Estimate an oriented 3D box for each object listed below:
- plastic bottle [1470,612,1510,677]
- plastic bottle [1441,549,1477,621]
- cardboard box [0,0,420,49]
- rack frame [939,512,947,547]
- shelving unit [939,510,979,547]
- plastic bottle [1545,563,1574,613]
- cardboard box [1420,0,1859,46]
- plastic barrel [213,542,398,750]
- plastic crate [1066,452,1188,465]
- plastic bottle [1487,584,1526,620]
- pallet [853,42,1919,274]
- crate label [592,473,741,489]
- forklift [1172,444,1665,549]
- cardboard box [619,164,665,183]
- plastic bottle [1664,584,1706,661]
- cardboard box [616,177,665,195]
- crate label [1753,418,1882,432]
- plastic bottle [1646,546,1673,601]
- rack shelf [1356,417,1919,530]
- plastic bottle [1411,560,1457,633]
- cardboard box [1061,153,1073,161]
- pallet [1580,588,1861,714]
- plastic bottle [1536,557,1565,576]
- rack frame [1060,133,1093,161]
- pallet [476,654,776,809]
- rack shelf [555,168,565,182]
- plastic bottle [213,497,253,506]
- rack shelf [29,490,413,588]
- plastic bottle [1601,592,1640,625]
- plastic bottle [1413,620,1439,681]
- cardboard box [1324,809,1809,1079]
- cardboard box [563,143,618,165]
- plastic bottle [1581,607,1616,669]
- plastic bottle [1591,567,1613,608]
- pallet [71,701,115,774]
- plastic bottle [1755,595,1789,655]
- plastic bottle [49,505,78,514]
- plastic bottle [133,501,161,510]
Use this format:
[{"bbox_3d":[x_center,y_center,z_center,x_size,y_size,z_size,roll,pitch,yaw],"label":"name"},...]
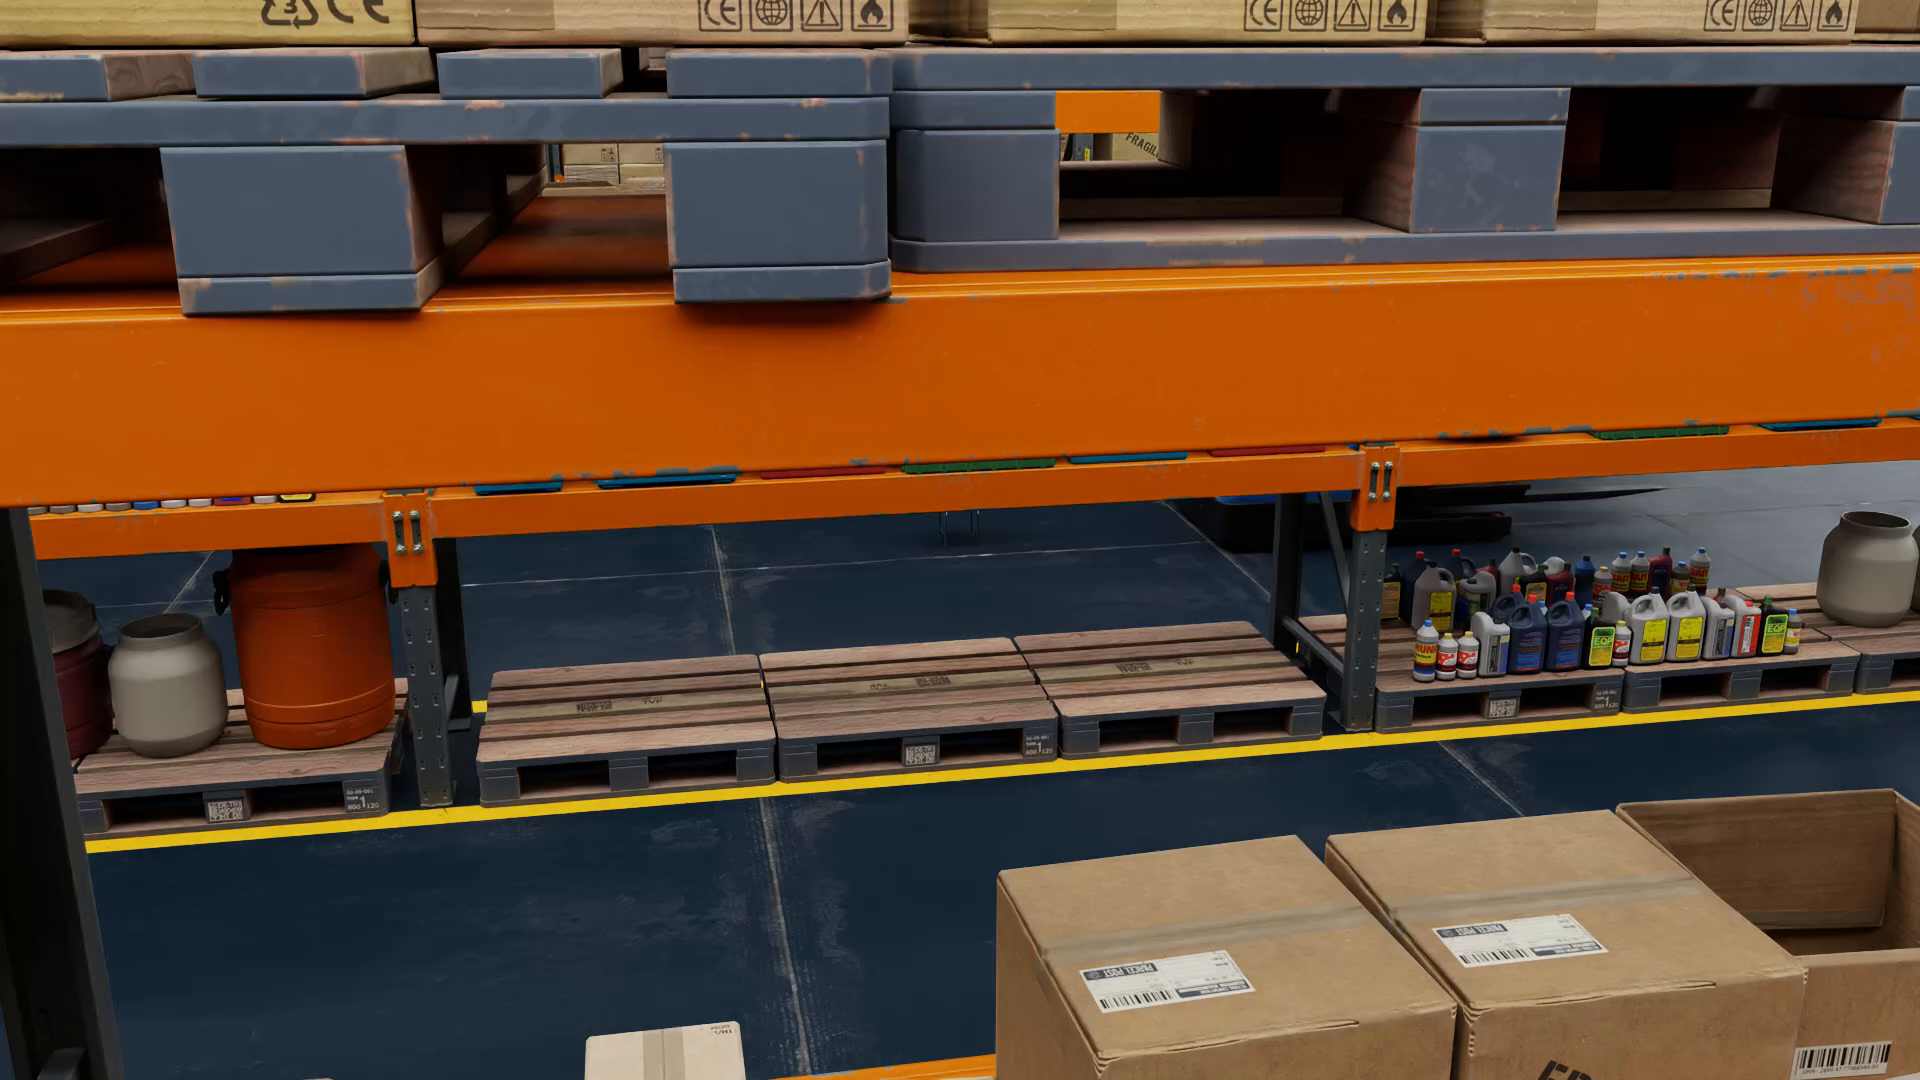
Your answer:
[{"bbox_3d":[2.413,0.465,7.579,0.135,0.276,0.152,-3,17,-8],"label":"plastic bottle"},{"bbox_3d":[2.471,0.217,8.260,0.185,0.351,0.144,-4,18,-13],"label":"plastic bottle"},{"bbox_3d":[-0.852,-0.663,1.793,0.500,0.250,0.500,-5,18,-15],"label":"cardboard box"},{"bbox_3d":[-0.108,-0.424,10.160,0.006,0.900,0.240,-3,17,-10],"label":"rack frame"},{"bbox_3d":[-0.008,-0.430,10.178,0.210,0.900,0.258,-3,17,-10],"label":"shelving unit"},{"bbox_3d":[2.969,0.254,8.254,0.133,0.283,0.061,-3,17,-10],"label":"plastic bottle"},{"bbox_3d":[0.752,-0.756,2.094,0.500,0.250,0.500,-5,18,-15],"label":"cardboard box"},{"bbox_3d":[-2.700,0.382,6.940,0.708,0.830,0.600,-3,17,-10],"label":"plastic barrel"},{"bbox_3d":[0.681,-0.551,7.024,0.575,0.384,0.392,-3,17,-10],"label":"plastic crate"},{"bbox_3d":[2.549,0.379,7.730,0.185,0.351,0.144,-3,17,-10],"label":"plastic bottle"},{"bbox_3d":[0.460,-0.529,2.138,1.213,0.211,1.003,-2,17,-8],"label":"pallet"},{"bbox_3d":[-1.196,-0.481,6.709,0.616,0.435,0.502,-3,17,-10],"label":"crate label"},{"bbox_3d":[2.958,-1.538,10.326,3.031,2.935,1.130,-3,17,-9],"label":"forklift"},{"bbox_3d":[-3.013,-3.374,16.018,0.500,0.500,0.500,-3,17,-11],"label":"cardboard box"},{"bbox_3d":[3.361,0.376,7.740,0.185,0.351,0.144,-3,17,-8],"label":"plastic bottle"},{"bbox_3d":[-2.110,-2.265,11.691,0.500,0.500,0.700,-1,17,-2],"label":"cardboard box"},{"bbox_3d":[3.876,-0.769,7.646,0.616,0.435,0.502,-3,17,-10],"label":"crate label"},{"bbox_3d":[3.567,0.174,8.513,0.133,0.283,0.061,-3,17,-10],"label":"plastic bottle"},{"bbox_3d":[3.669,-0.477,7.982,4.000,0.370,1.077,-3,17,-10],"label":"rack shelf"},{"bbox_3d":[2.310,0.269,8.090,0.185,0.351,0.144,-3,17,-10],"label":"plastic bottle"},{"bbox_3d":[0.819,-3.706,17.013,0.550,0.550,0.875,-3,17,-10],"label":"cardboard box"},{"bbox_3d":[3.573,0.529,8.230,1.213,0.211,1.003,-3,17,-10],"label":"pallet"},{"bbox_3d":[2.948,0.227,8.355,0.135,0.276,0.152,-3,17,-9],"label":"plastic bottle"},{"bbox_3d":[0.765,-2.137,12.162,0.127,3.000,1.000,-3,17,-10],"label":"rack frame"},{"bbox_3d":[-1.454,0.814,7.301,1.213,0.211,1.003,-3,17,-10],"label":"pallet"},{"bbox_3d":[-3.078,-4.539,21.206,4.000,0.370,1.077,-3,17,-10],"label":"rack shelf"},{"bbox_3d":[-2.765,-0.273,6.290,0.133,0.283,0.061,-3,17,-10],"label":"plastic bottle"},{"bbox_3d":[-4.186,-0.032,6.531,4.000,0.370,1.077,-3,17,-10],"label":"rack shelf"},{"bbox_3d":[3.126,0.381,7.851,0.135,0.276,0.152,-3,17,-10],"label":"plastic bottle"},{"bbox_3d":[2.101,0.493,7.496,0.097,0.271,0.097,0,17,0],"label":"plastic bottle"},{"bbox_3d":[0.875,0.766,2.539,0.500,0.500,0.500,-3,17,-10],"label":"cardboard box"},{"bbox_3d":[-3.561,-3.898,16.021,0.500,0.500,0.700,-3,17,-11],"label":"cardboard box"},{"bbox_3d":[2.932,0.446,7.630,0.133,0.283,0.061,-2,17,-8],"label":"plastic bottle"},{"bbox_3d":[3.261,0.236,8.450,0.097,0.201,0.097,0,17,0],"label":"plastic bottle"},{"bbox_3d":[-4.184,0.969,6.797,1.213,0.211,1.003,-3,17,-10],"label":"pallet"},{"bbox_3d":[3.801,0.396,7.790,0.133,0.283,0.061,-3,17,-9],"label":"plastic bottle"},{"bbox_3d":[-3.360,-0.205,6.209,0.097,0.201,0.097,0,17,0],"label":"plastic bottle"},{"bbox_3d":[-3.073,-0.255,6.252,0.097,0.271,0.097,0,17,0],"label":"plastic bottle"}]
